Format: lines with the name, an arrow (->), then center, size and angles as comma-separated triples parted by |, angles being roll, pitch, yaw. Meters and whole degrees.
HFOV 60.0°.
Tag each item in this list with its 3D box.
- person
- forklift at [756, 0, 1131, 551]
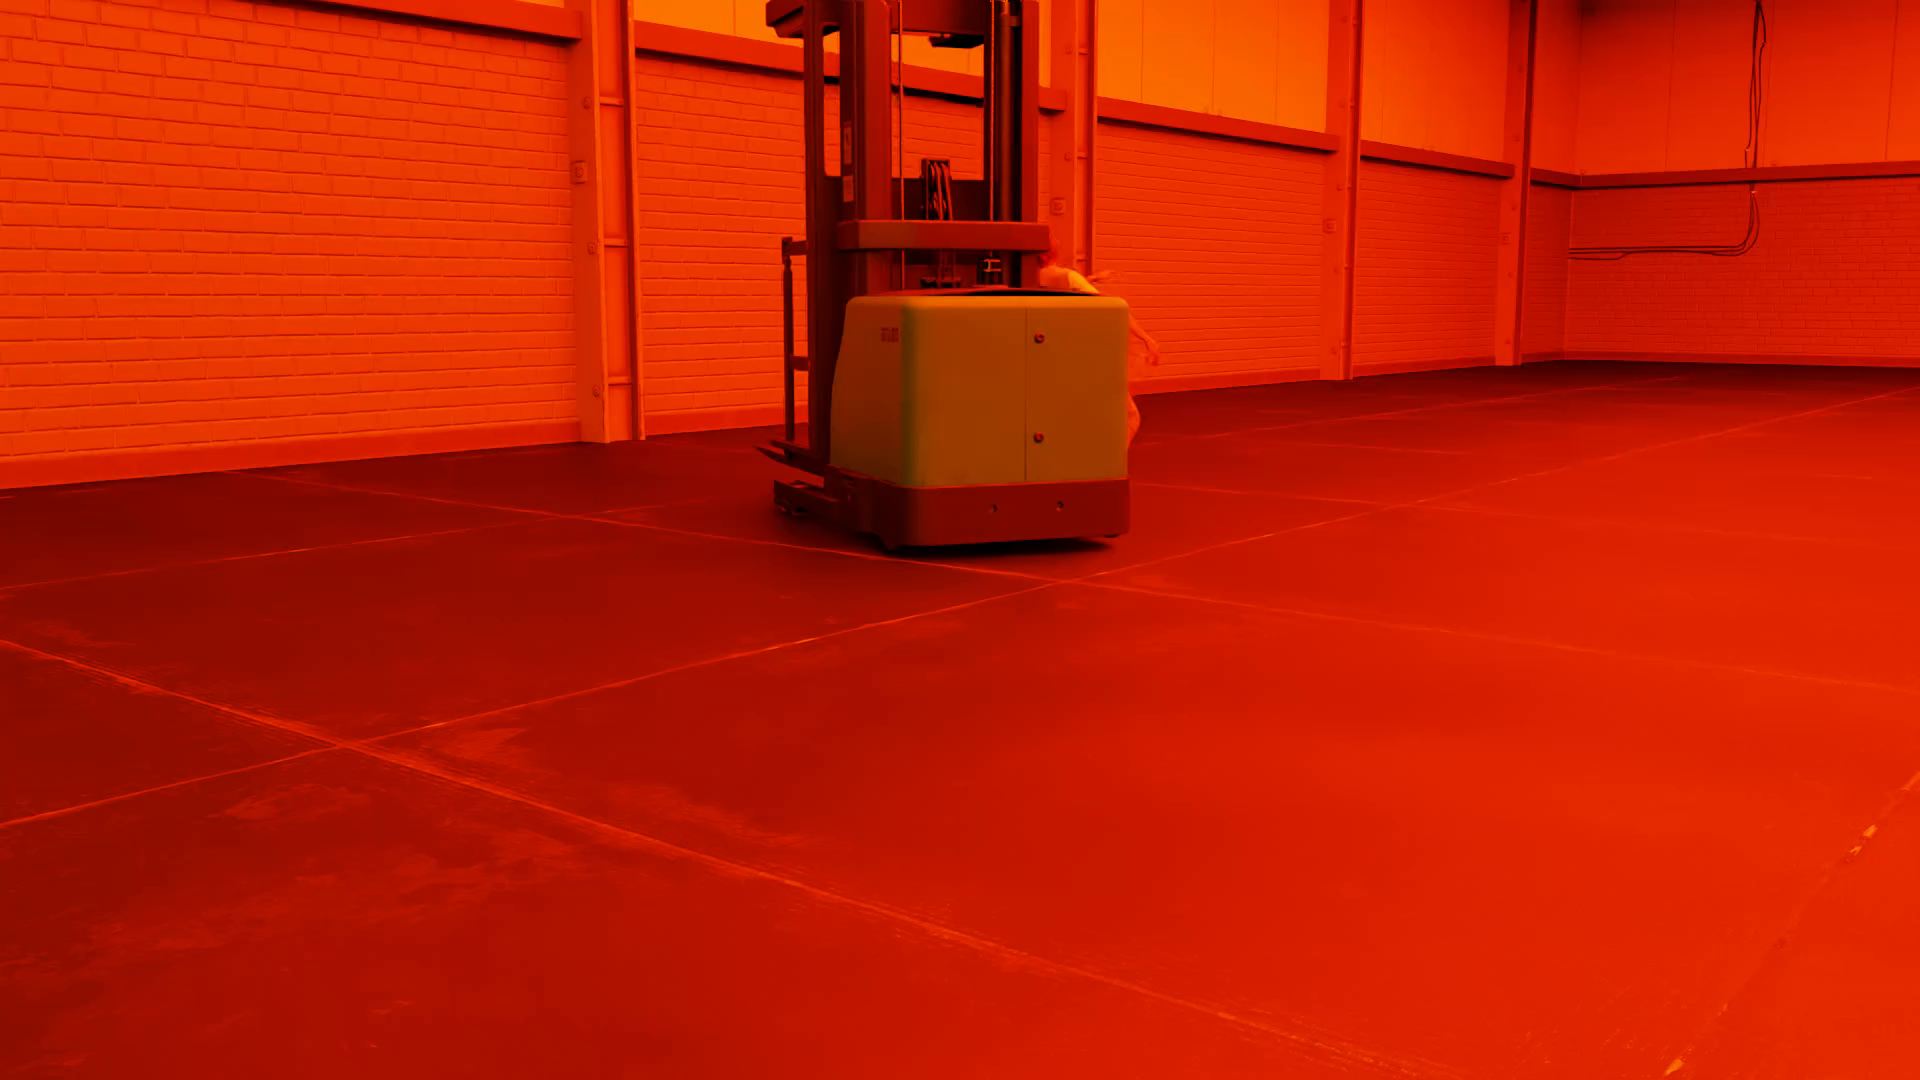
person -> 0.611, -0.862, 8.451 | 0.793, 1.406, 0.762 | 3, 9, 21
forklift -> -0.290, -1.581, 8.085 | 1.130, 2.935, 3.031 | -3, 9, -22
